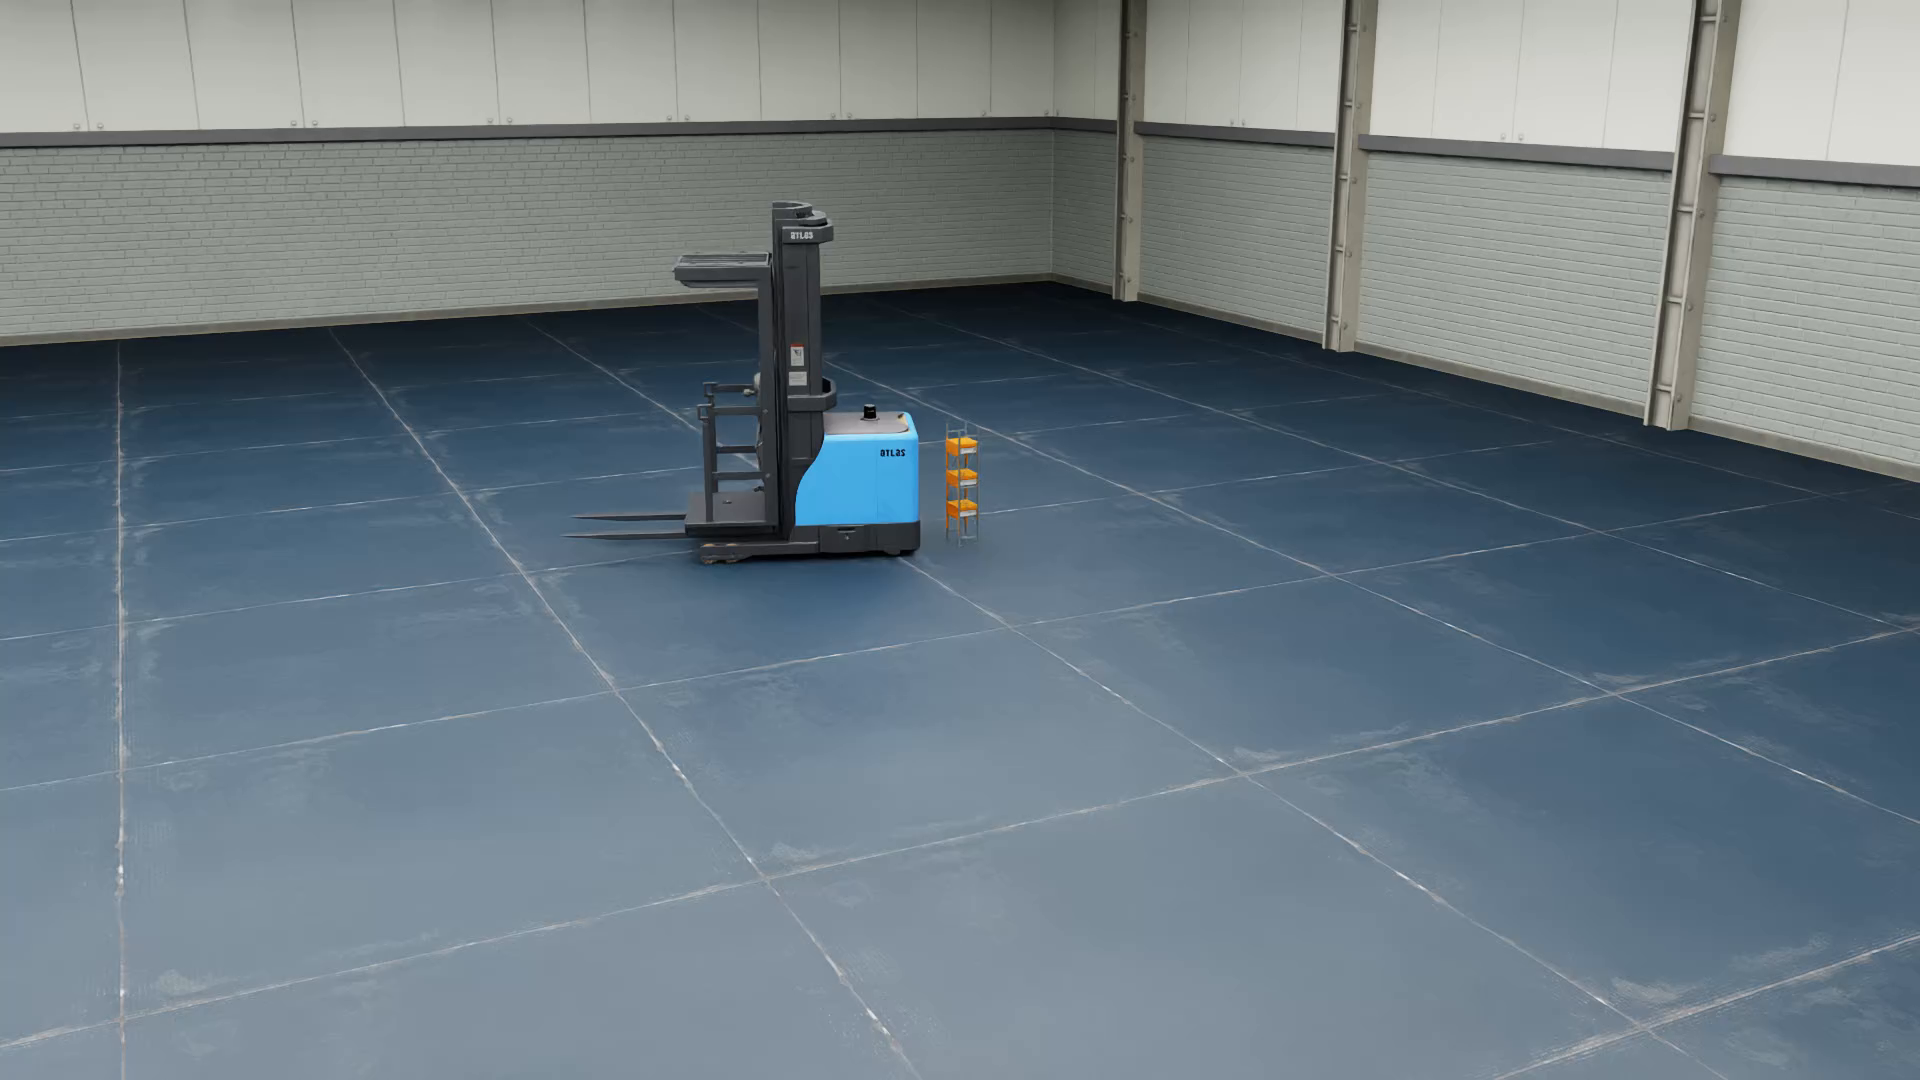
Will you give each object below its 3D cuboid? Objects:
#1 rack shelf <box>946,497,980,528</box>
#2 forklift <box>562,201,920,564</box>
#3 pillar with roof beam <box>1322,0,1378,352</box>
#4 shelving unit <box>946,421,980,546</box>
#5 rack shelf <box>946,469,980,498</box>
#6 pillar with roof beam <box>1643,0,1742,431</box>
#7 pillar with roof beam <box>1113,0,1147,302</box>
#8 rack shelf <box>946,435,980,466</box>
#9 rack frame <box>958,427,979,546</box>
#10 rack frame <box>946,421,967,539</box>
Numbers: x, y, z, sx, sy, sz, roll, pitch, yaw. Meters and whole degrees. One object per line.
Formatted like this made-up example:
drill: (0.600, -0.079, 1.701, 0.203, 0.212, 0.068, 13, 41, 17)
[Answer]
rack shelf: (0.023, -0.214, 14.639, 0.215, 0.259, 0.240, -8, 18, -25)
forklift: (-1.890, -1.362, 14.185, 3.031, 2.935, 1.130, -2, 16, -5)
pillar with roof beam: (1.718, -6.613, 21.483, 9.100, 9.000, 0.400, -8, 18, -25)
shelving unit: (0.023, -0.491, 14.560, 0.215, 1.050, 0.252, -8, 18, -25)
rack shelf: (0.023, -0.481, 14.563, 0.215, 0.259, 0.240, -8, 18, -25)
pillar with roof beam: (4.346, -5.126, 16.298, 9.100, 9.000, 0.400, -8, 18, -25)
pillar with roof beam: (-0.911, -8.101, 26.667, 9.100, 9.000, 0.400, -8, 18, -25)
rack shelf: (0.023, -0.754, 14.484, 0.215, 0.259, 0.240, -8, 18, -25)
rack frame: (0.077, -0.461, 14.454, 0.200, 1.050, 0.008, -8, 18, -25)
rack frame: (-0.030, -0.522, 14.665, 0.200, 1.050, 0.008, -8, 18, -25)
